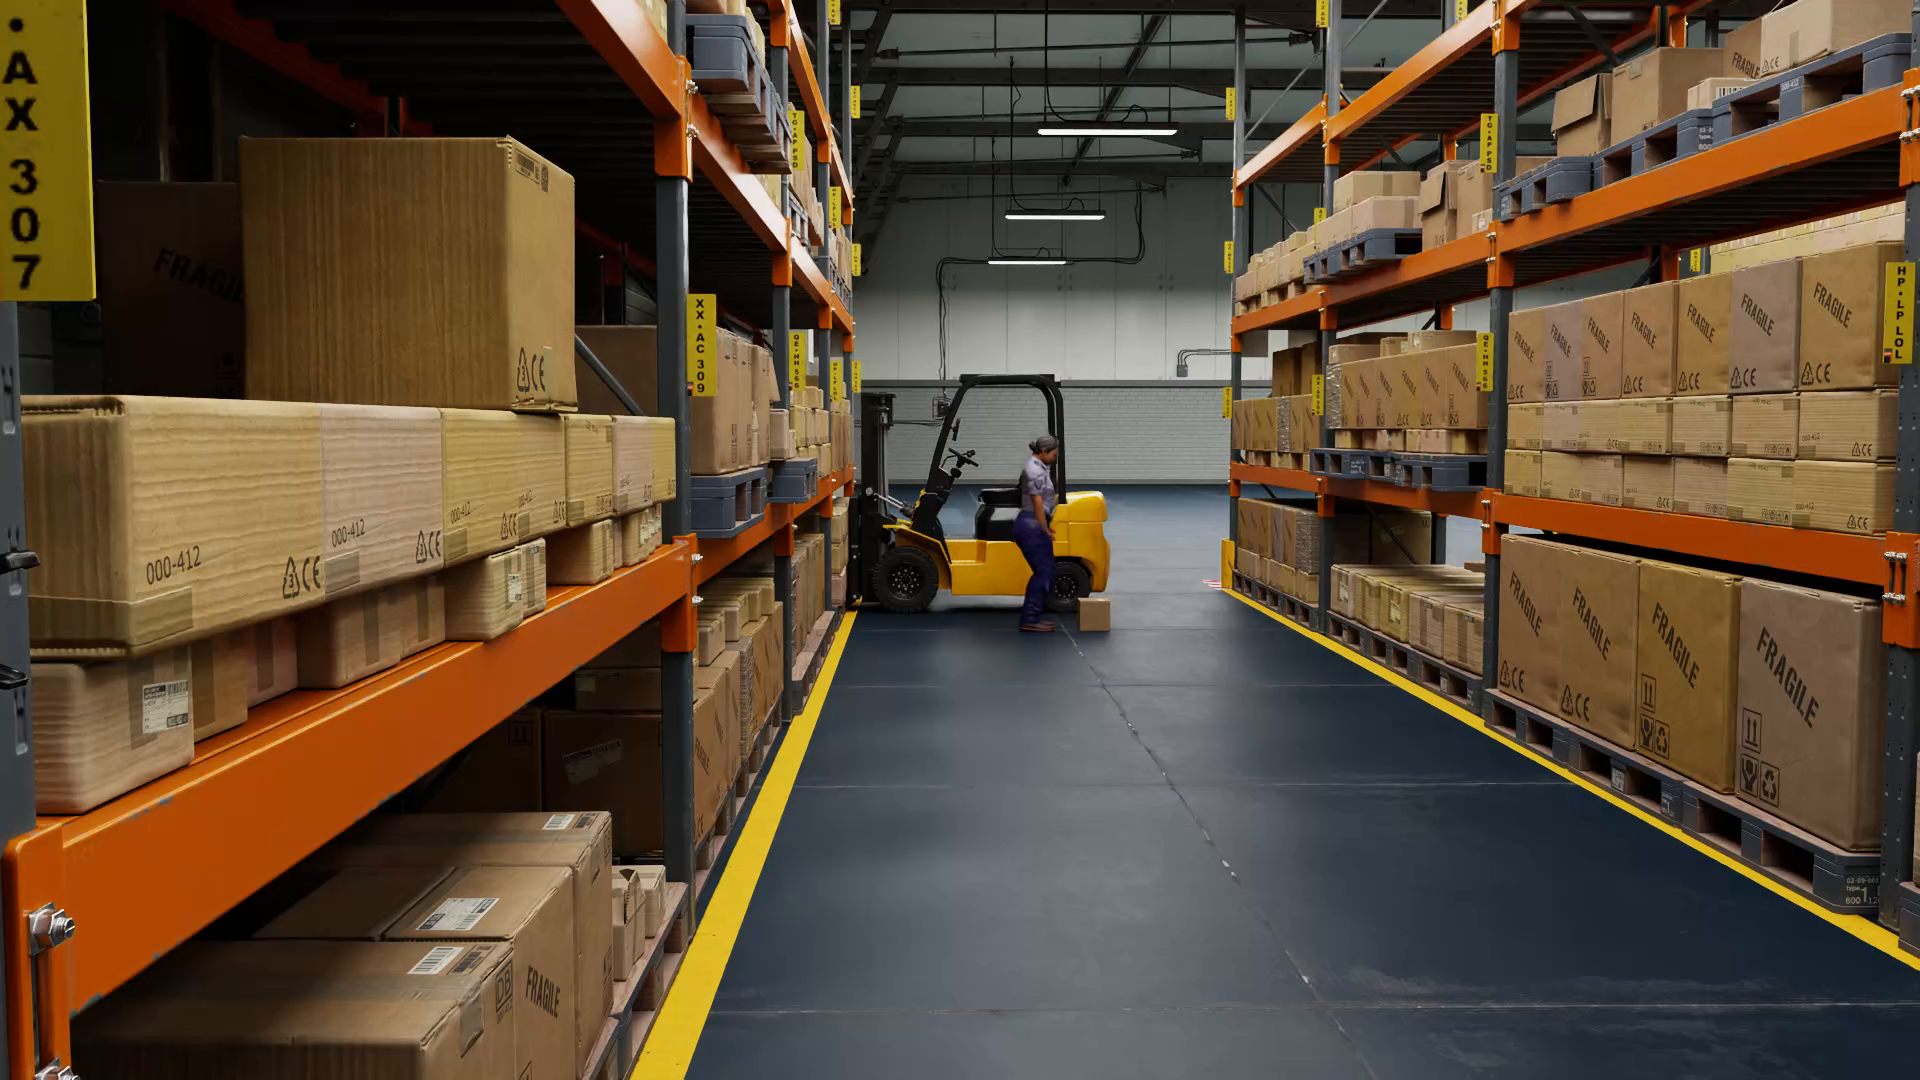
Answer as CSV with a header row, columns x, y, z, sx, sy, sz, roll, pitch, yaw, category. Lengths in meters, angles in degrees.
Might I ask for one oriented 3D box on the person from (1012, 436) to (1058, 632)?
x,y,z,sx,sy,sz,roll,pitch,yaw,category
0.623,-0.056,13.778,0.378,1.615,0.493,0,4,0,person
